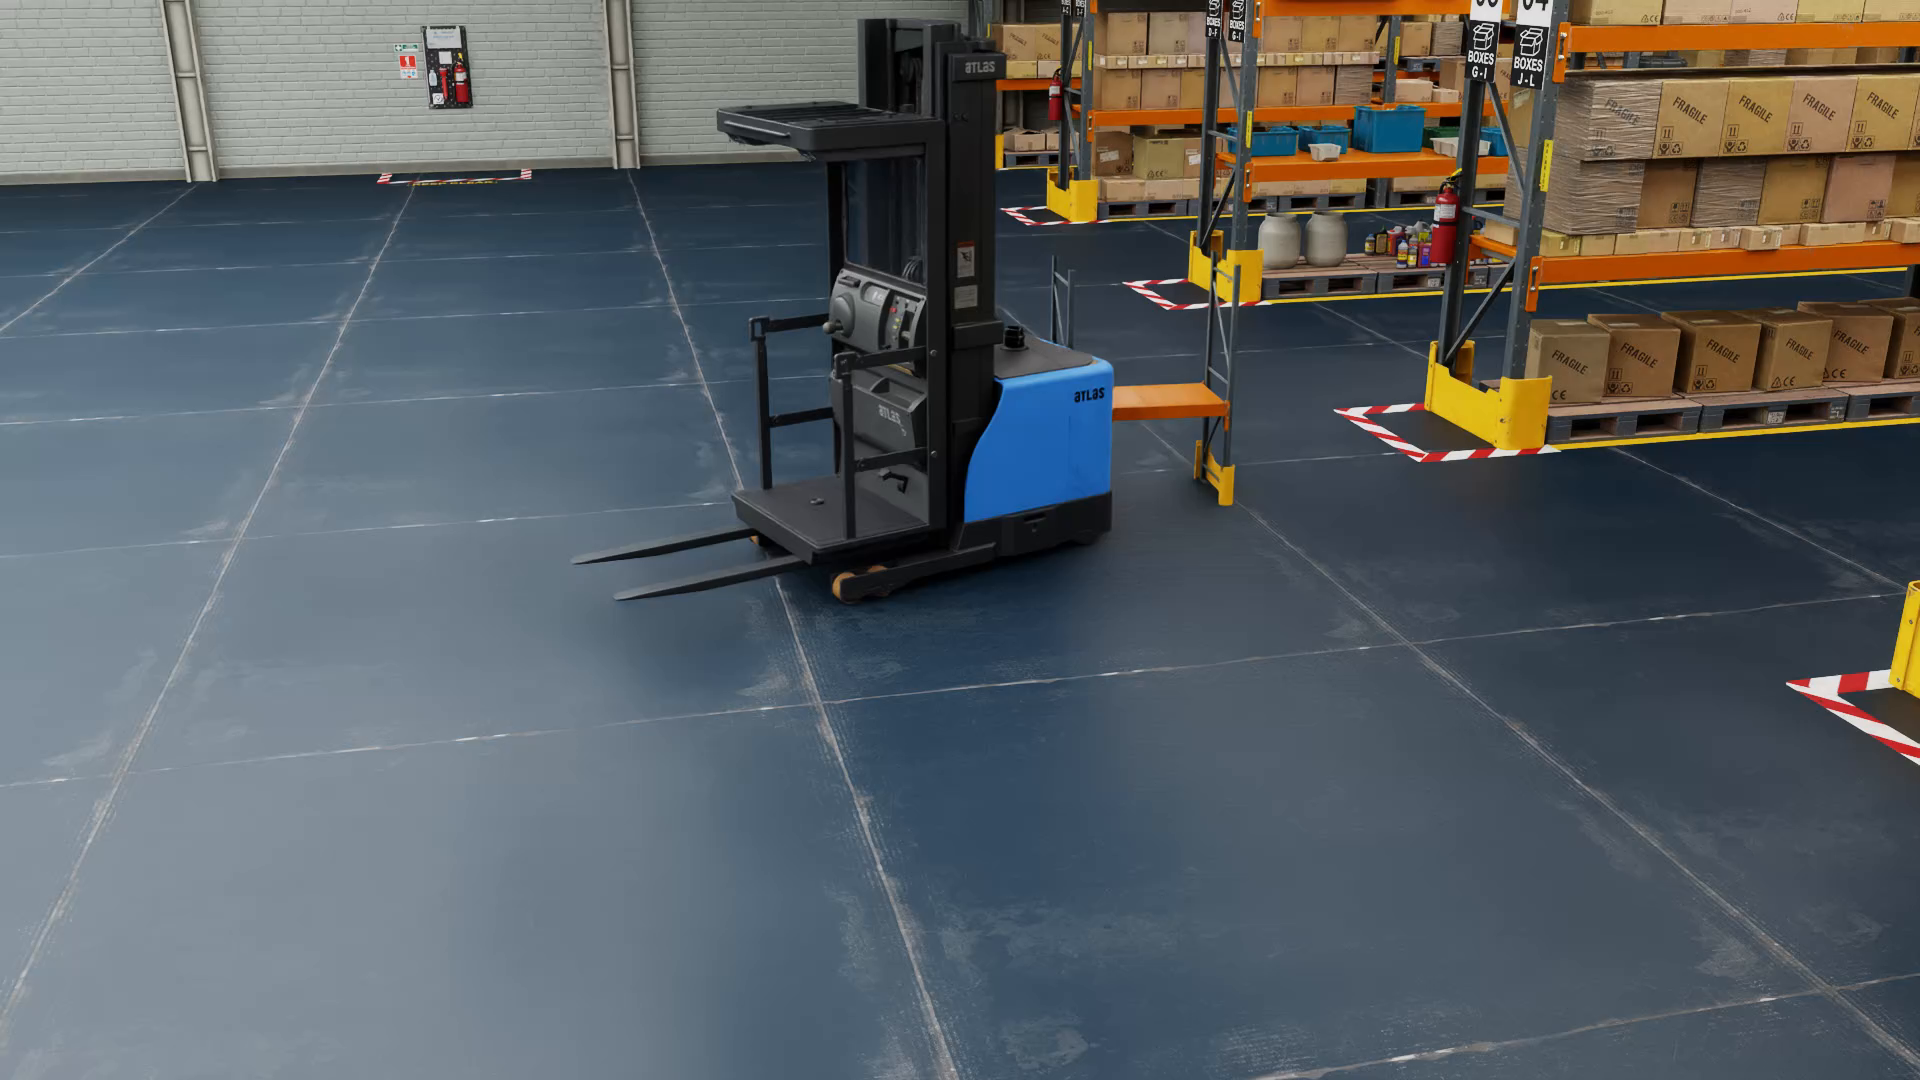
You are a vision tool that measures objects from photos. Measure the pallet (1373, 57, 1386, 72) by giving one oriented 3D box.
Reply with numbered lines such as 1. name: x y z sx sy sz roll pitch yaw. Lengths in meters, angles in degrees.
1. pallet: 6.160 -7.574 26.409 1.213 0.211 1.003 -5 21 -12

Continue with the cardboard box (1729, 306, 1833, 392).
1. cardboard box: 6.064 -1.426 12.369 0.500 0.500 0.500 -7 21 -17

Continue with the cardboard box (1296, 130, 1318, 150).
1. cardboard box: 4.438 -4.973 21.325 0.500 0.500 0.500 -5 21 -12

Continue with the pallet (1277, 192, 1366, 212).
1. pallet: 4.545 -4.502 21.797 1.213 0.211 1.003 -5 21 -12

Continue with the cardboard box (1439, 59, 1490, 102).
1. cardboard box: 6.592 -6.004 21.698 0.500 0.500 0.500 -3 20 -9

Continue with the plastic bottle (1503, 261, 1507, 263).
1. plastic bottle: 5.568 -2.943 16.798 0.133 0.283 0.061 -3 20 -9

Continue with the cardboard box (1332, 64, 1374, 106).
1. cardboard box: 4.898 -5.870 21.332 0.500 0.500 0.700 -5 21 -14

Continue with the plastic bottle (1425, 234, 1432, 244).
1. plastic bottle: 4.875 -3.069 17.260 0.097 0.201 0.097 0 20 0

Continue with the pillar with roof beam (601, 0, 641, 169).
1. pillar with roof beam: -4.074 -8.447 19.792 0.400 9.000 9.100 -5 21 -12

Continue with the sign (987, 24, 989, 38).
1. sign: 0.417 -7.426 24.467 0.005 0.325 0.100 -5 21 -12

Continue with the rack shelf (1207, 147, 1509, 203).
1. rack shelf: 4.518 -3.705 16.615 4.000 0.370 1.077 -5 21 -12

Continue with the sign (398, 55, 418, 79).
1. sign: -8.040 -6.896 24.227 0.234 0.329 0.001 -5 21 -12

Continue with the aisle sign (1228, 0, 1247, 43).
1. aisle sign: 2.569 -5.002 15.329 0.004 0.787 0.394 -5 21 -12

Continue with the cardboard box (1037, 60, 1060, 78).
1. cardboard box: 1.342 -7.118 25.075 0.500 0.250 0.500 -5 21 -14

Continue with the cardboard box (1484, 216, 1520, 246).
1. cardboard box: 3.941 -2.201 11.827 0.250 0.149 0.380 -5 21 -12

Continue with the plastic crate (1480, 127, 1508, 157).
1. plastic crate: 5.450 -3.953 16.462 0.616 0.251 0.499 -5 21 -12

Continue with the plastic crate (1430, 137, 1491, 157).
1. plastic crate: 4.942 -3.864 16.387 0.437 0.136 0.530 -5 21 -12

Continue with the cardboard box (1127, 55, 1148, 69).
1. cardboard box: 2.123 -5.876 20.405 0.250 0.149 0.380 -5 21 -14

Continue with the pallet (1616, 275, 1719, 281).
1. pallet: 7.220 -2.967 17.608 1.213 0.211 1.003 -5 21 -12

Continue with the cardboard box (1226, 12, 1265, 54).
1. cardboard box: 3.433 -6.360 20.783 0.500 0.500 0.700 -5 21 -12

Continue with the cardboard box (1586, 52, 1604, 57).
1. cardboard box: 10.109 -8.104 26.971 0.500 0.500 0.500 -4 21 -11

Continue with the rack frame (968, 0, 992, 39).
1. rack frame: 0.292 -7.201 25.112 0.127 3.000 1.000 -5 21 -12

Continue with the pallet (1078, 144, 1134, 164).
1. pallet: 2.350 -6.046 26.012 1.213 0.211 1.003 -5 21 -12

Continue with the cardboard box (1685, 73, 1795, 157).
1. cardboard box: 5.284 -2.913 11.374 0.500 0.500 0.500 -5 21 -12

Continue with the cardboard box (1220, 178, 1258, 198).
1. cardboard box: 3.469 -4.536 21.222 0.500 0.250 0.500 -5 21 -12

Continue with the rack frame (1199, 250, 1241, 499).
1. rack frame: 1.626 -1.020 10.419 0.032 1.500 0.500 -3 20 -9

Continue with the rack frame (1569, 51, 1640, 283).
1. rack frame: 6.464 -4.202 16.924 0.127 3.000 1.000 -5 21 -12

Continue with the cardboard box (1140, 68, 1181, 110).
1. cardboard box: 2.403 -5.666 20.776 0.500 0.500 0.700 -4 21 -11

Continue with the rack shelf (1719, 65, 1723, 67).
1. rack shelf: 13.916 -7.971 28.261 4.000 0.370 1.077 -5 21 -12

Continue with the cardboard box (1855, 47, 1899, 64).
1. cardboard box: 12.601 -6.775 23.192 0.500 0.500 0.700 -13 24 -31

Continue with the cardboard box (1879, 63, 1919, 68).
1. cardboard box: 7.108 -3.249 12.292 0.500 0.500 0.500 -5 21 -12

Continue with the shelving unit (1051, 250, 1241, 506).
1. shelving unit: 1.133 -0.993 10.344 1.083 1.500 0.587 -3 20 -9

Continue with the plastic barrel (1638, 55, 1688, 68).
1. plastic barrel: 6.910 -4.366 16.644 0.708 0.901 0.600 -5 21 -12

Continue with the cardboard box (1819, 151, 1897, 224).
1. cardboard box: 6.194 -2.614 12.013 0.500 0.500 0.875 -5 21 -12

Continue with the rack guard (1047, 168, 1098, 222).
1. rack guard: 1.412 -4.368 21.011 0.348 0.500 1.175 -5 21 -12

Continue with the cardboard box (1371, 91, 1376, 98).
1. cardboard box: 6.320 -7.078 26.681 0.500 0.250 0.500 -5 21 -13

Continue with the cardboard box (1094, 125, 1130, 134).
1. cardboard box: 2.266 -6.345 25.770 0.500 0.500 0.700 -6 21 -16

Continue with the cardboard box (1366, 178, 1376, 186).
1. cardboard box: 5.665 -4.896 22.206 0.500 0.250 0.500 -5 21 -13

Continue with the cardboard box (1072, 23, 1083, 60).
1. cardboard box: 1.813 -7.504 25.038 0.500 0.500 0.500 -5 21 -14

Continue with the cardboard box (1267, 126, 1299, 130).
1. cardboard box: 4.320 -5.144 21.793 0.500 0.500 0.500 -5 21 -12

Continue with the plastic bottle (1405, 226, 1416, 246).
1. plastic bottle: 4.645 -3.126 17.309 0.135 0.276 0.152 -5 21 -14

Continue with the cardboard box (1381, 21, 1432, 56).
1. cardboard box: 7.084 -7.994 26.492 0.500 0.500 0.700 -7 21 -18

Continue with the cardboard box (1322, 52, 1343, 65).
1. cardboard box: 4.617 -6.078 20.957 0.250 0.149 0.380 -5 21 -14

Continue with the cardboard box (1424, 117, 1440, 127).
1. cardboard box: 7.389 -6.793 26.992 0.500 0.500 0.700 -4 21 -12

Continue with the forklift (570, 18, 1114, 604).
1. forklift: -0.626 -1.242 8.944 3.031 2.935 1.130 -12 23 -30

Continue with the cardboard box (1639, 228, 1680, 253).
1. cardboard box: 4.777 -2.107 11.570 0.250 0.149 0.380 -5 21 -12

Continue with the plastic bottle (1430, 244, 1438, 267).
1. plastic bottle: 4.741 -2.877 16.634 0.097 0.271 0.097 0 20 0

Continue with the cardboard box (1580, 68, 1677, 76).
1. cardboard box: 4.675 -3.051 11.751 0.500 0.500 0.500 -5 21 -12

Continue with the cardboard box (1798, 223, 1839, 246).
1. cardboard box: 5.999 -2.196 11.815 0.250 0.149 0.380 -5 21 -12

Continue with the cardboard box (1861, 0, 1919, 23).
1. cardboard box: 6.215 -3.678 11.352 0.500 0.250 0.500 -5 21 -13

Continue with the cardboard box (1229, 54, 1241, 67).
1. cardboard box: 3.363 -5.975 20.677 0.250 0.149 0.380 -4 21 -12
